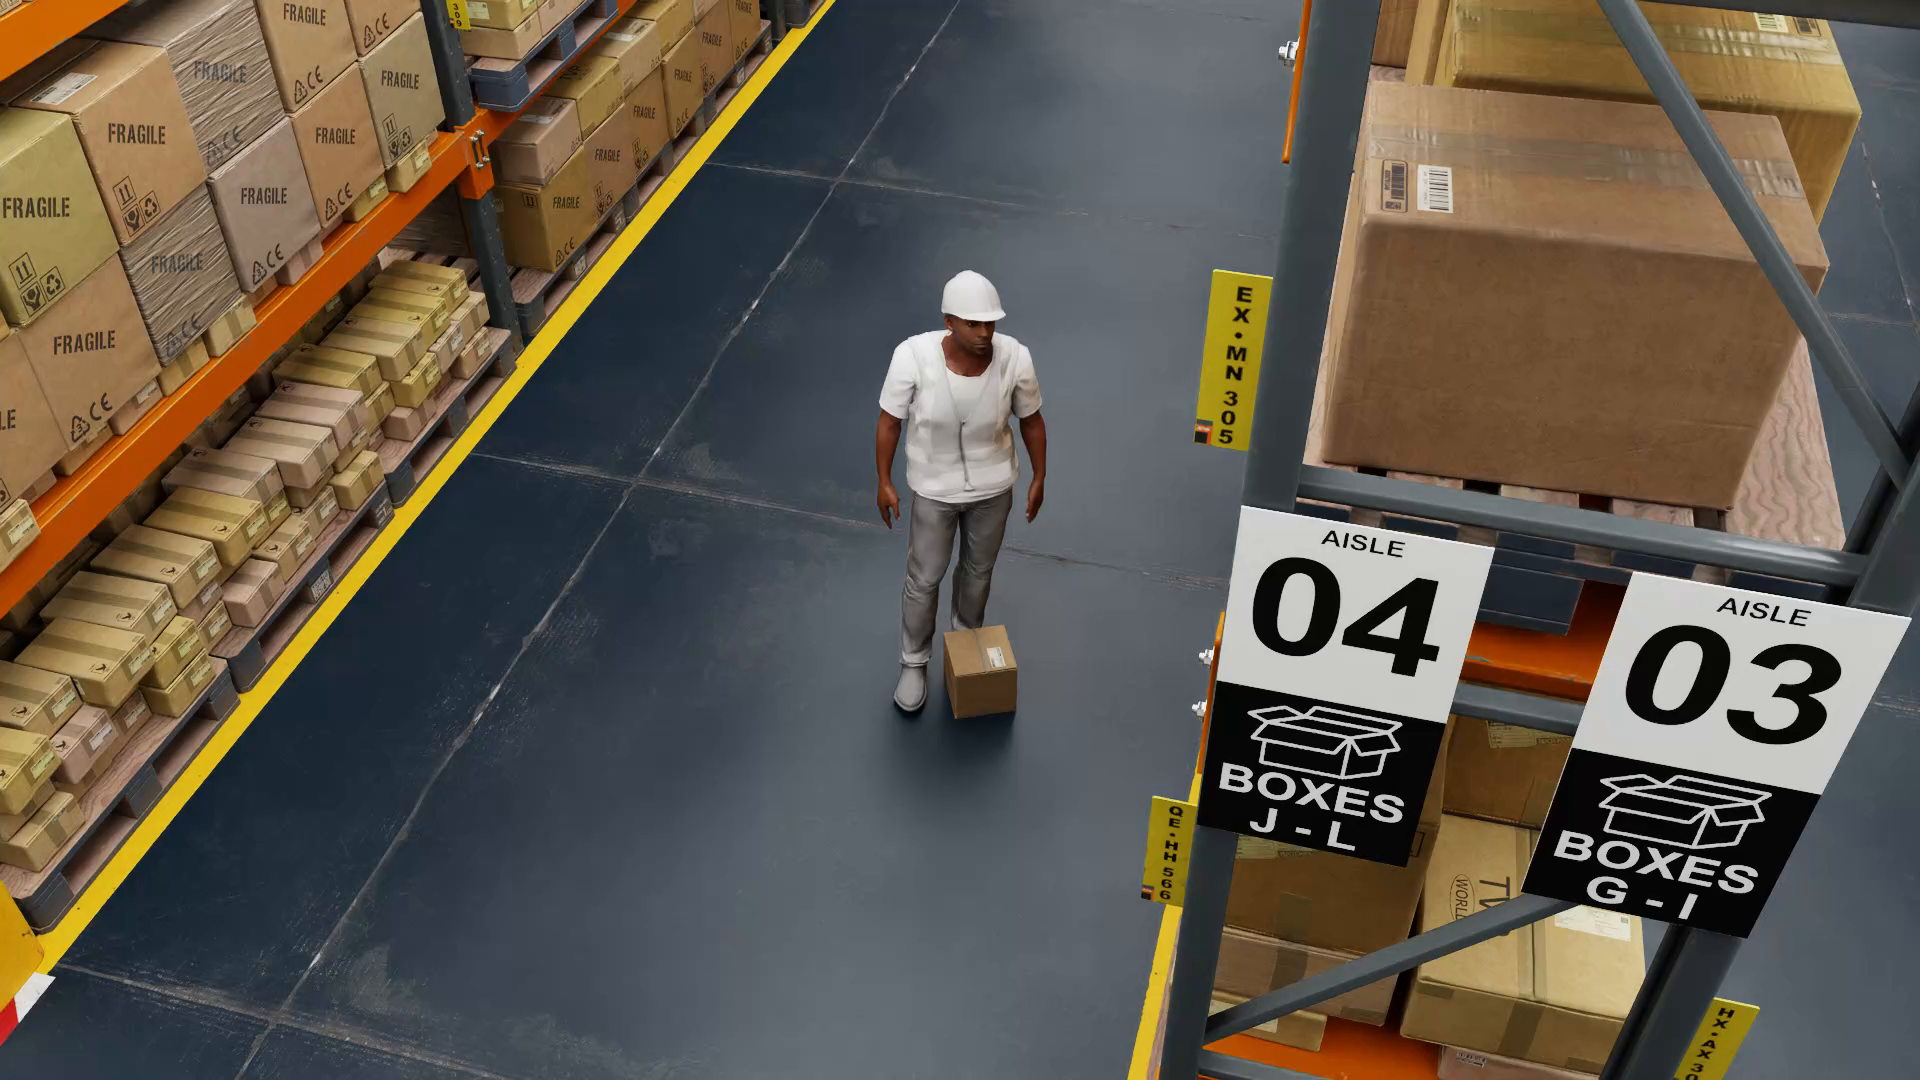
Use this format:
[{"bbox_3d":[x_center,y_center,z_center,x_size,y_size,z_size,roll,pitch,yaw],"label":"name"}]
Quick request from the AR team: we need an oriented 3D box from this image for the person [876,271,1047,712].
[{"bbox_3d":[0.018,-0.175,6.329,0.666,1.766,0.577,-6,41,-7],"label":"person"}]
